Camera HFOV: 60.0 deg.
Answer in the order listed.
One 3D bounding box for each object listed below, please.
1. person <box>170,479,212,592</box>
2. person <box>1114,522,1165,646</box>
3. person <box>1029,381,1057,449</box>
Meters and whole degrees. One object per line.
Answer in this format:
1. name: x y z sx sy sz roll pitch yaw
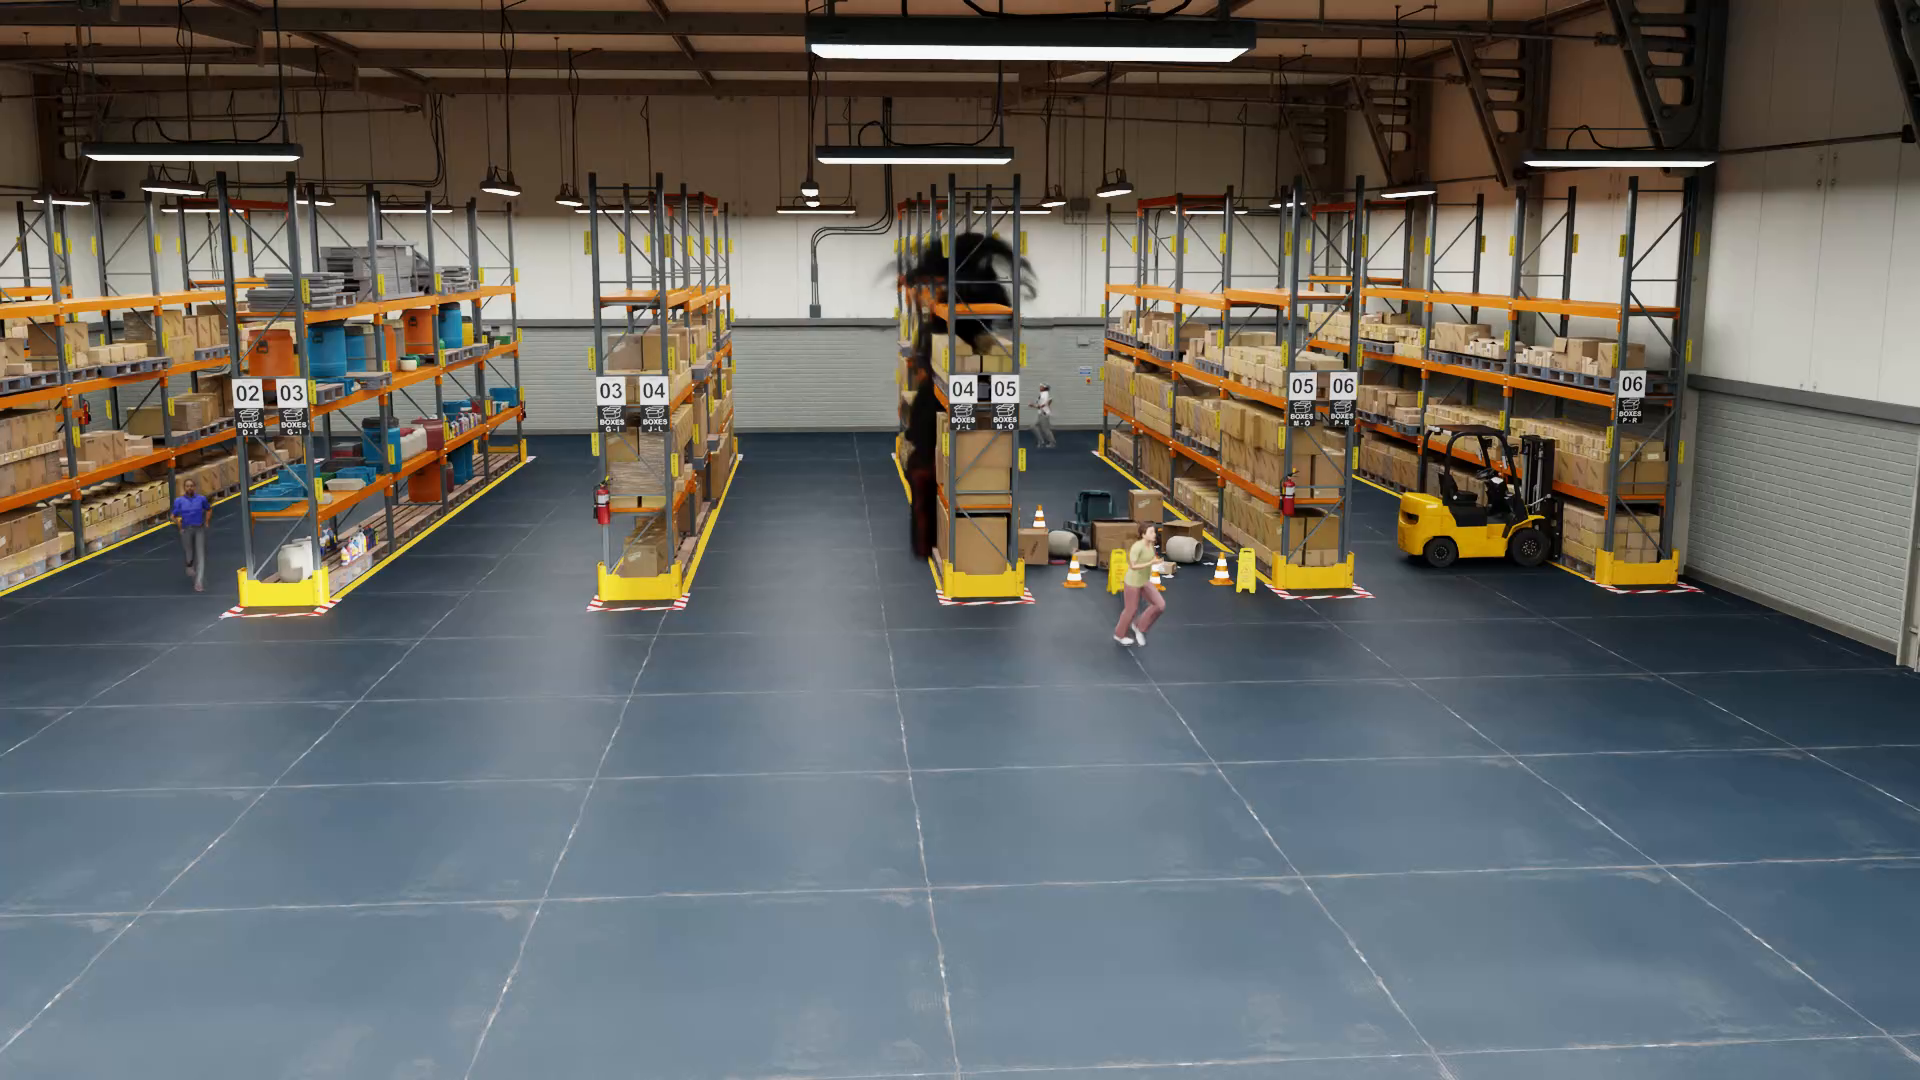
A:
1. person: -11.343 -0.090 24.607 0.578 1.628 0.782 -5 11 -28
2. person: 2.231 0.552 20.800 0.553 1.605 0.783 -10 14 -43
3. person: 2.059 -3.097 41.407 0.709 1.727 0.541 -1 10 -8
